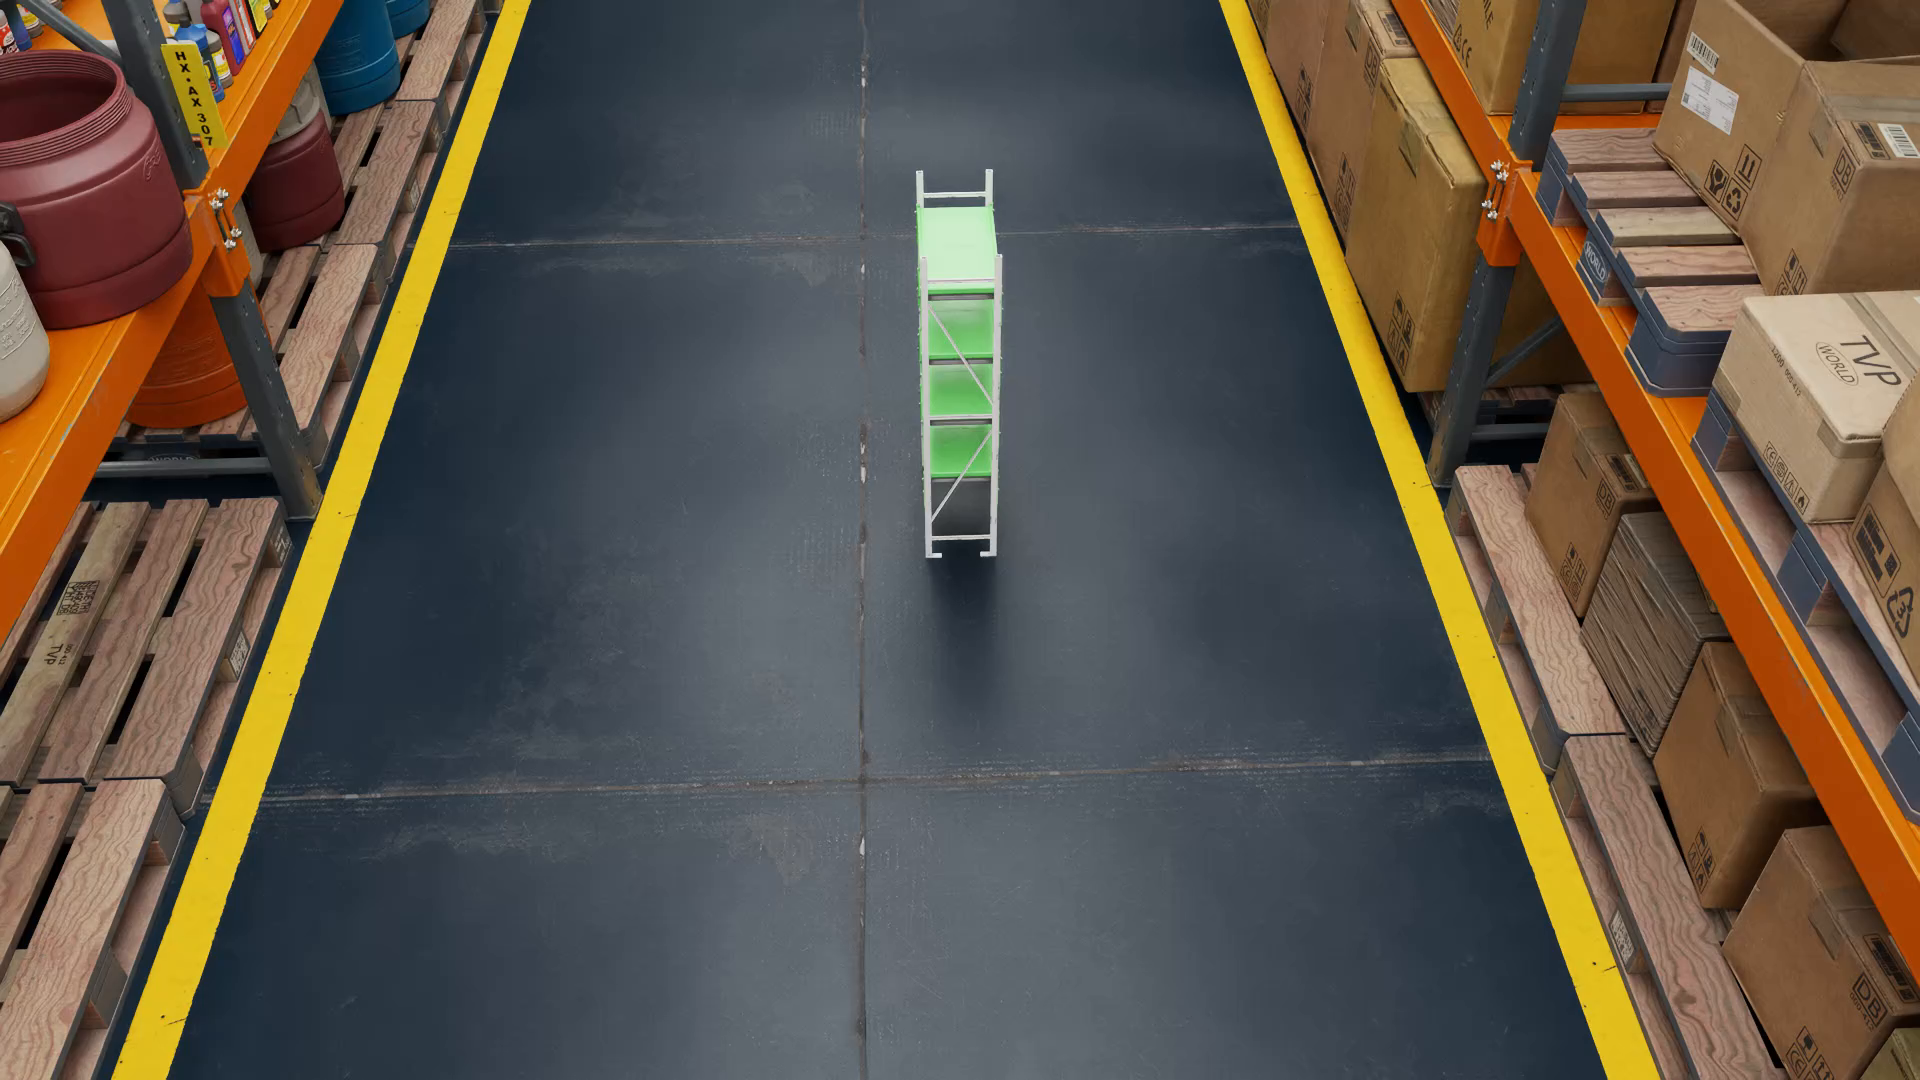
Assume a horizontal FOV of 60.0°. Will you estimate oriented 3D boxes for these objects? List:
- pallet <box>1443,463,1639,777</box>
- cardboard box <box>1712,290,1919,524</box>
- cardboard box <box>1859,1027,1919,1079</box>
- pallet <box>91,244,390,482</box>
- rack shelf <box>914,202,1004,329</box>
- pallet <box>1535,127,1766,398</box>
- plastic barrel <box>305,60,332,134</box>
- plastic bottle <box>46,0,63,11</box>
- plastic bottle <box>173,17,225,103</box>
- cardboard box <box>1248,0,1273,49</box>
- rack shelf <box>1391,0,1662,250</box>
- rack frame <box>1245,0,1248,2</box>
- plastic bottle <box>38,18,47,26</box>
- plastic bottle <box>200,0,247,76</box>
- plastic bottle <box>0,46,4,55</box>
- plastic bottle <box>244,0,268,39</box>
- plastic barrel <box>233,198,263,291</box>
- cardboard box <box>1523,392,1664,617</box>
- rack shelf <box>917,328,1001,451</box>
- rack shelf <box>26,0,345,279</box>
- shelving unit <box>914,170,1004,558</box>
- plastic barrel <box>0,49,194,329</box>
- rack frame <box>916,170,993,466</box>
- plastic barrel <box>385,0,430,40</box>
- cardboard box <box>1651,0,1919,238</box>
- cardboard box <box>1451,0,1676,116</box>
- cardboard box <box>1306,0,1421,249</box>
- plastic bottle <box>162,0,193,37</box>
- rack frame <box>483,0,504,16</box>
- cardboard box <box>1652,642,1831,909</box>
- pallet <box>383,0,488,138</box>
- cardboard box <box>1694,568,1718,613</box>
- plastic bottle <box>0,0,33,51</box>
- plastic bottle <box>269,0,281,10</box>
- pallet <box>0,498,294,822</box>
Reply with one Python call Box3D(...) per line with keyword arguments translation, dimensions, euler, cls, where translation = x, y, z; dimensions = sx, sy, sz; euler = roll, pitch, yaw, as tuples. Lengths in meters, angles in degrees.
Box3D(translation=(2.222, 0.215, 5.360), dimensions=(1.003, 0.211, 1.213), euler=(-2, 43, -2), cls="pallet")
Box3D(translation=(2.032, -0.302, 3.660), dimensions=(0.500, 0.250, 0.500), euler=(-3, 43, -3), cls="cardboard box")
Box3D(translation=(2.354, 1.381, 3.548), dimensions=(0.700, 0.500, 0.500), euler=(-2, 43, -2), cls="cardboard box")
Box3D(translation=(-2.833, -0.702, 6.359), dimensions=(1.003, 0.211, 1.213), euler=(-2, 43, -2), cls="pallet")
Box3D(translation=(-0.007, -0.861, 5.185), dimensions=(0.258, 0.148, 0.480), euler=(-2, 43, -2), cls="rack shelf")
Box3D(translation=(2.327, -0.792, 4.536), dimensions=(1.213, 0.211, 1.003), euler=(-2, 43, -2), cls="pallet")
Box3D(translation=(-2.957, -1.907, 7.141), dimensions=(0.421, 0.512, 0.421), euler=(0, 43, 0), cls="plastic barrel")
Box3D(translation=(-3.218, -1.949, 5.803), dimensions=(0.097, 0.201, 0.097), euler=(0, 43, 0), cls="plastic bottle")
Box3D(translation=(-2.431, -1.532, 5.296), dimensions=(0.097, 0.271, 0.097), euler=(0, 43, 0), cls="plastic bottle")
Box3D(translation=(2.068, -2.981, 8.044), dimensions=(1.225, 0.875, 0.875), euler=(-2, 43, -2), cls="cardboard box")
Box3D(translation=(2.106, -2.426, 6.709), dimensions=(1.077, 0.370, 4.000), euler=(-2, 43, -2), cls="rack shelf")
Box3D(translation=(2.021, -4.041, 7.939), dimensions=(1.000, 3.000, 0.127), euler=(-2, 43, -2), cls="rack frame")
Box3D(translation=(-3.214, -1.909, 5.708), dimensions=(0.097, 0.271, 0.097), euler=(0, 43, 0), cls="plastic bottle")
Box3D(translation=(-2.422, -1.680, 5.450), dimensions=(0.061, 0.283, 0.133), euler=(-2, 43, -2), cls="plastic bottle")
Box3D(translation=(-3.198, -1.620, 5.445), dimensions=(0.097, 0.201, 0.097), euler=(0, 43, 0), cls="plastic bottle")
Box3D(translation=(-2.433, -1.861, 5.647), dimensions=(0.061, 0.283, 0.133), euler=(-2, 43, -2), cls="plastic bottle")
Box3D(translation=(-2.909, -1.145, 6.309), dimensions=(0.421, 0.512, 0.421), euler=(0, 43, 0), cls="plastic barrel")
Box3D(translation=(2.239, -0.130, 5.196), dimensions=(0.700, 0.500, 0.500), euler=(-4, 43, -4), cls="cardboard box")
Box3D(translation=(-0.007, -0.507, 5.510), dimensions=(0.258, 0.148, 0.480), euler=(-2, 43, -2), cls="rack shelf")
Box3D(translation=(-2.843, -2.284, 6.554), dimensions=(1.077, 0.370, 4.000), euler=(-2, 43, -2), cls="rack shelf")
Box3D(translation=(-0.007, -0.554, 5.466), dimensions=(0.258, 1.200, 0.503), euler=(-2, 43, -2), cls="shelving unit")
Box3D(translation=(-2.435, -0.944, 4.460), dimensions=(0.600, 0.536, 0.708), euler=(-2, 43, -2), cls="plastic barrel")
Box3D(translation=(-0.017, -0.719, 5.646), dimensions=(0.240, 1.200, 0.015), euler=(-2, 43, -2), cls="rack frame")
Box3D(translation=(-2.922, -2.913, 7.950), dimensions=(0.600, 0.901, 0.708), euler=(-2, 43, -2), cls="plastic barrel")
Box3D(translation=(2.254, -1.169, 4.421), dimensions=(0.500, 0.500, 0.500), euler=(-6, 43, -7), cls="cardboard box")
Box3D(translation=(1.922, -1.704, 5.315), dimensions=(0.500, 0.500, 0.500), euler=(0, 43, 0), cls="cardboard box")
Box3D(translation=(2.152, -1.781, 6.735), dimensions=(1.225, 0.875, 0.875), euler=(-2, 43, -2), cls="cardboard box")
Box3D(translation=(-2.597, -1.723, 5.557), dimensions=(0.097, 0.201, 0.097), euler=(0, 43, 0), cls="plastic bottle")
Box3D(translation=(-2.928, -3.899, 7.784), dimensions=(1.000, 3.000, 0.127), euler=(-2, 43, -2), cls="rack frame")
Box3D(translation=(2.306, 0.627, 4.371), dimensions=(0.700, 0.500, 0.500), euler=(2, 43, 2), cls="cardboard box")
Box3D(translation=(-2.937, -2.349, 8.156), dimensions=(1.003, 0.211, 1.213), euler=(-2, 43, -2), cls="pallet")
Box3D(translation=(2.282, -0.049, 4.553), dimensions=(0.500, 0.250, 0.500), euler=(3, 43, 3), cls="cardboard box")
Box3D(translation=(-3.206, -1.778, 5.565), dimensions=(0.097, 0.271, 0.097), euler=(0, 43, 0), cls="plastic bottle")
Box3D(translation=(-2.443, -2.017, 5.817), dimensions=(0.061, 0.283, 0.133), euler=(-2, 43, -2), cls="plastic bottle")
Box3D(translation=(-2.764, 0.353, 5.208), dimensions=(1.003, 0.211, 1.213), euler=(-2, 43, -2), cls="pallet")
